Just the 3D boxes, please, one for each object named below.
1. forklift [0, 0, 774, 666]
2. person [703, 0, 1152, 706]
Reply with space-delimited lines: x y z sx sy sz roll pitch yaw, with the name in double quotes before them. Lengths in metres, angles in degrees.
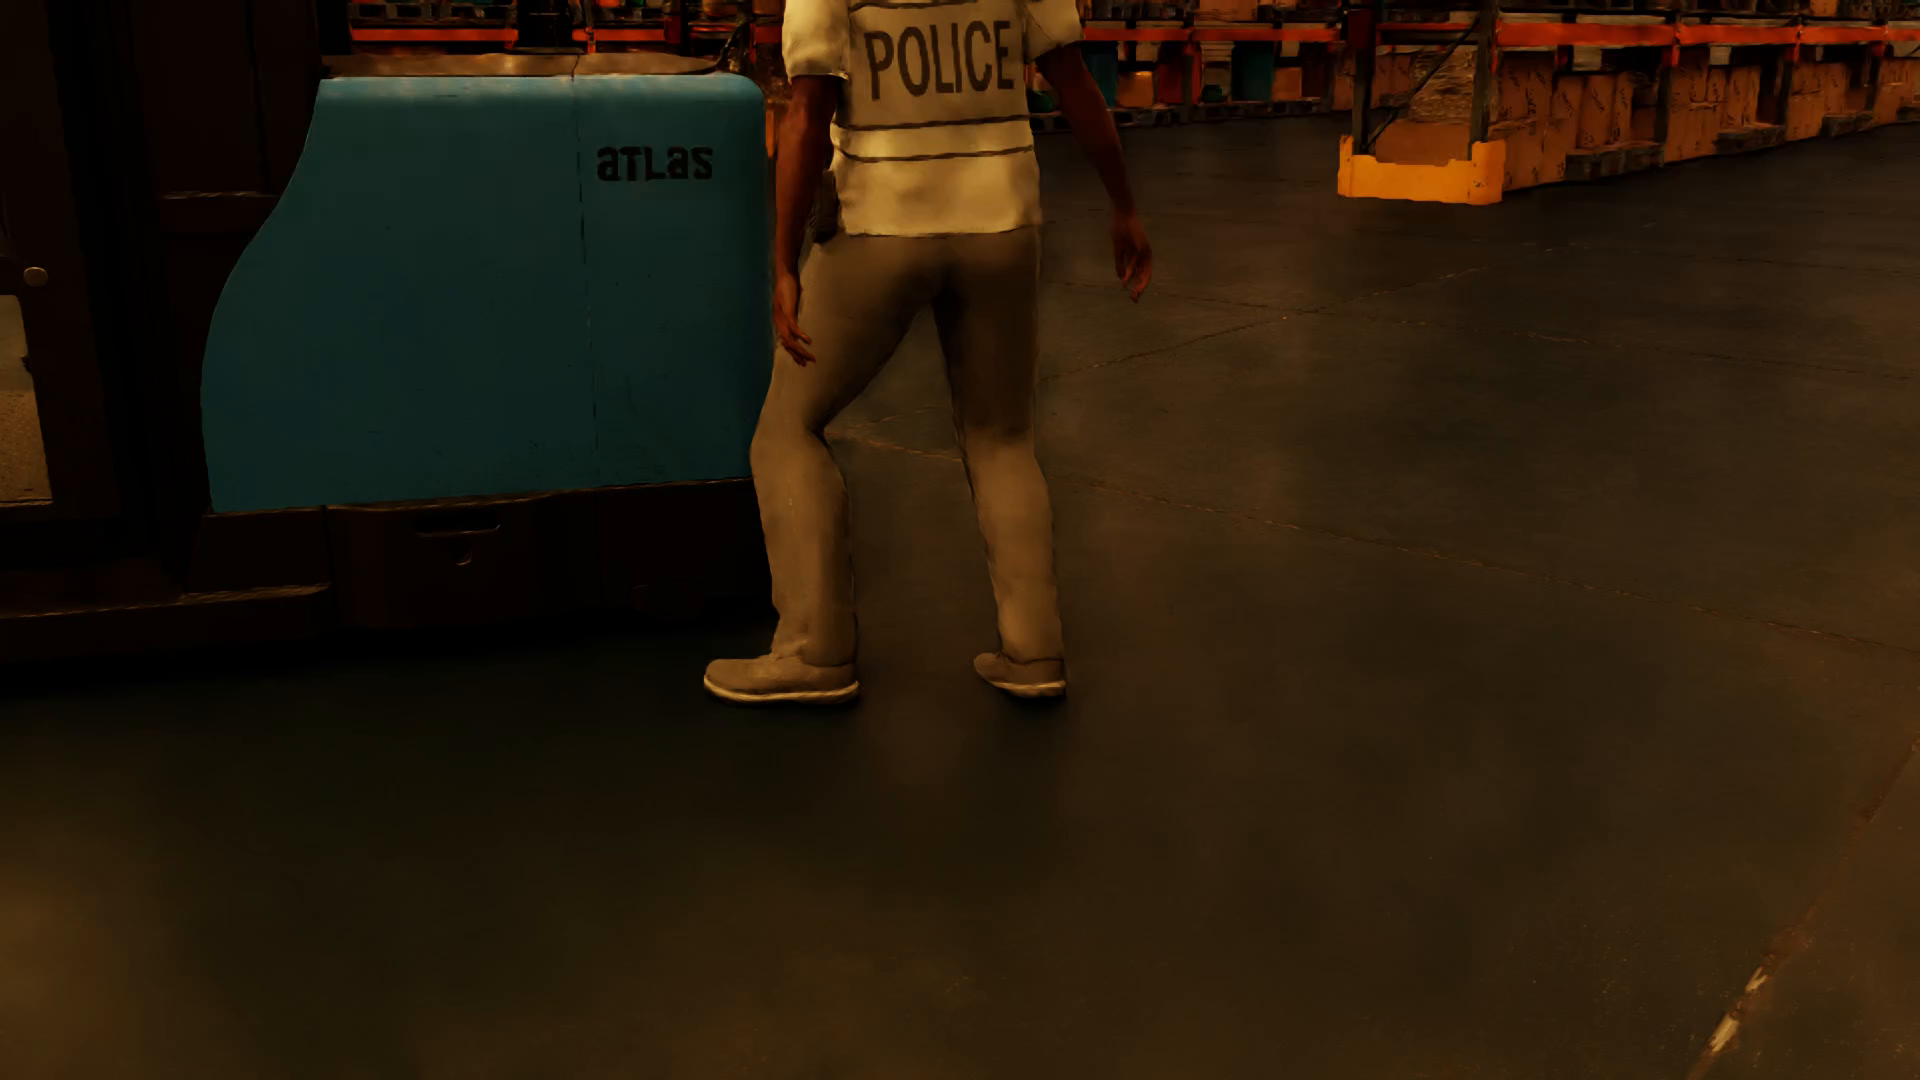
"forklift" -1.932 -1.262 3.054 3.031 2.935 1.130 -4 17 -14
"person" -0.061 -0.493 2.865 0.812 1.638 0.436 -6 18 -19
